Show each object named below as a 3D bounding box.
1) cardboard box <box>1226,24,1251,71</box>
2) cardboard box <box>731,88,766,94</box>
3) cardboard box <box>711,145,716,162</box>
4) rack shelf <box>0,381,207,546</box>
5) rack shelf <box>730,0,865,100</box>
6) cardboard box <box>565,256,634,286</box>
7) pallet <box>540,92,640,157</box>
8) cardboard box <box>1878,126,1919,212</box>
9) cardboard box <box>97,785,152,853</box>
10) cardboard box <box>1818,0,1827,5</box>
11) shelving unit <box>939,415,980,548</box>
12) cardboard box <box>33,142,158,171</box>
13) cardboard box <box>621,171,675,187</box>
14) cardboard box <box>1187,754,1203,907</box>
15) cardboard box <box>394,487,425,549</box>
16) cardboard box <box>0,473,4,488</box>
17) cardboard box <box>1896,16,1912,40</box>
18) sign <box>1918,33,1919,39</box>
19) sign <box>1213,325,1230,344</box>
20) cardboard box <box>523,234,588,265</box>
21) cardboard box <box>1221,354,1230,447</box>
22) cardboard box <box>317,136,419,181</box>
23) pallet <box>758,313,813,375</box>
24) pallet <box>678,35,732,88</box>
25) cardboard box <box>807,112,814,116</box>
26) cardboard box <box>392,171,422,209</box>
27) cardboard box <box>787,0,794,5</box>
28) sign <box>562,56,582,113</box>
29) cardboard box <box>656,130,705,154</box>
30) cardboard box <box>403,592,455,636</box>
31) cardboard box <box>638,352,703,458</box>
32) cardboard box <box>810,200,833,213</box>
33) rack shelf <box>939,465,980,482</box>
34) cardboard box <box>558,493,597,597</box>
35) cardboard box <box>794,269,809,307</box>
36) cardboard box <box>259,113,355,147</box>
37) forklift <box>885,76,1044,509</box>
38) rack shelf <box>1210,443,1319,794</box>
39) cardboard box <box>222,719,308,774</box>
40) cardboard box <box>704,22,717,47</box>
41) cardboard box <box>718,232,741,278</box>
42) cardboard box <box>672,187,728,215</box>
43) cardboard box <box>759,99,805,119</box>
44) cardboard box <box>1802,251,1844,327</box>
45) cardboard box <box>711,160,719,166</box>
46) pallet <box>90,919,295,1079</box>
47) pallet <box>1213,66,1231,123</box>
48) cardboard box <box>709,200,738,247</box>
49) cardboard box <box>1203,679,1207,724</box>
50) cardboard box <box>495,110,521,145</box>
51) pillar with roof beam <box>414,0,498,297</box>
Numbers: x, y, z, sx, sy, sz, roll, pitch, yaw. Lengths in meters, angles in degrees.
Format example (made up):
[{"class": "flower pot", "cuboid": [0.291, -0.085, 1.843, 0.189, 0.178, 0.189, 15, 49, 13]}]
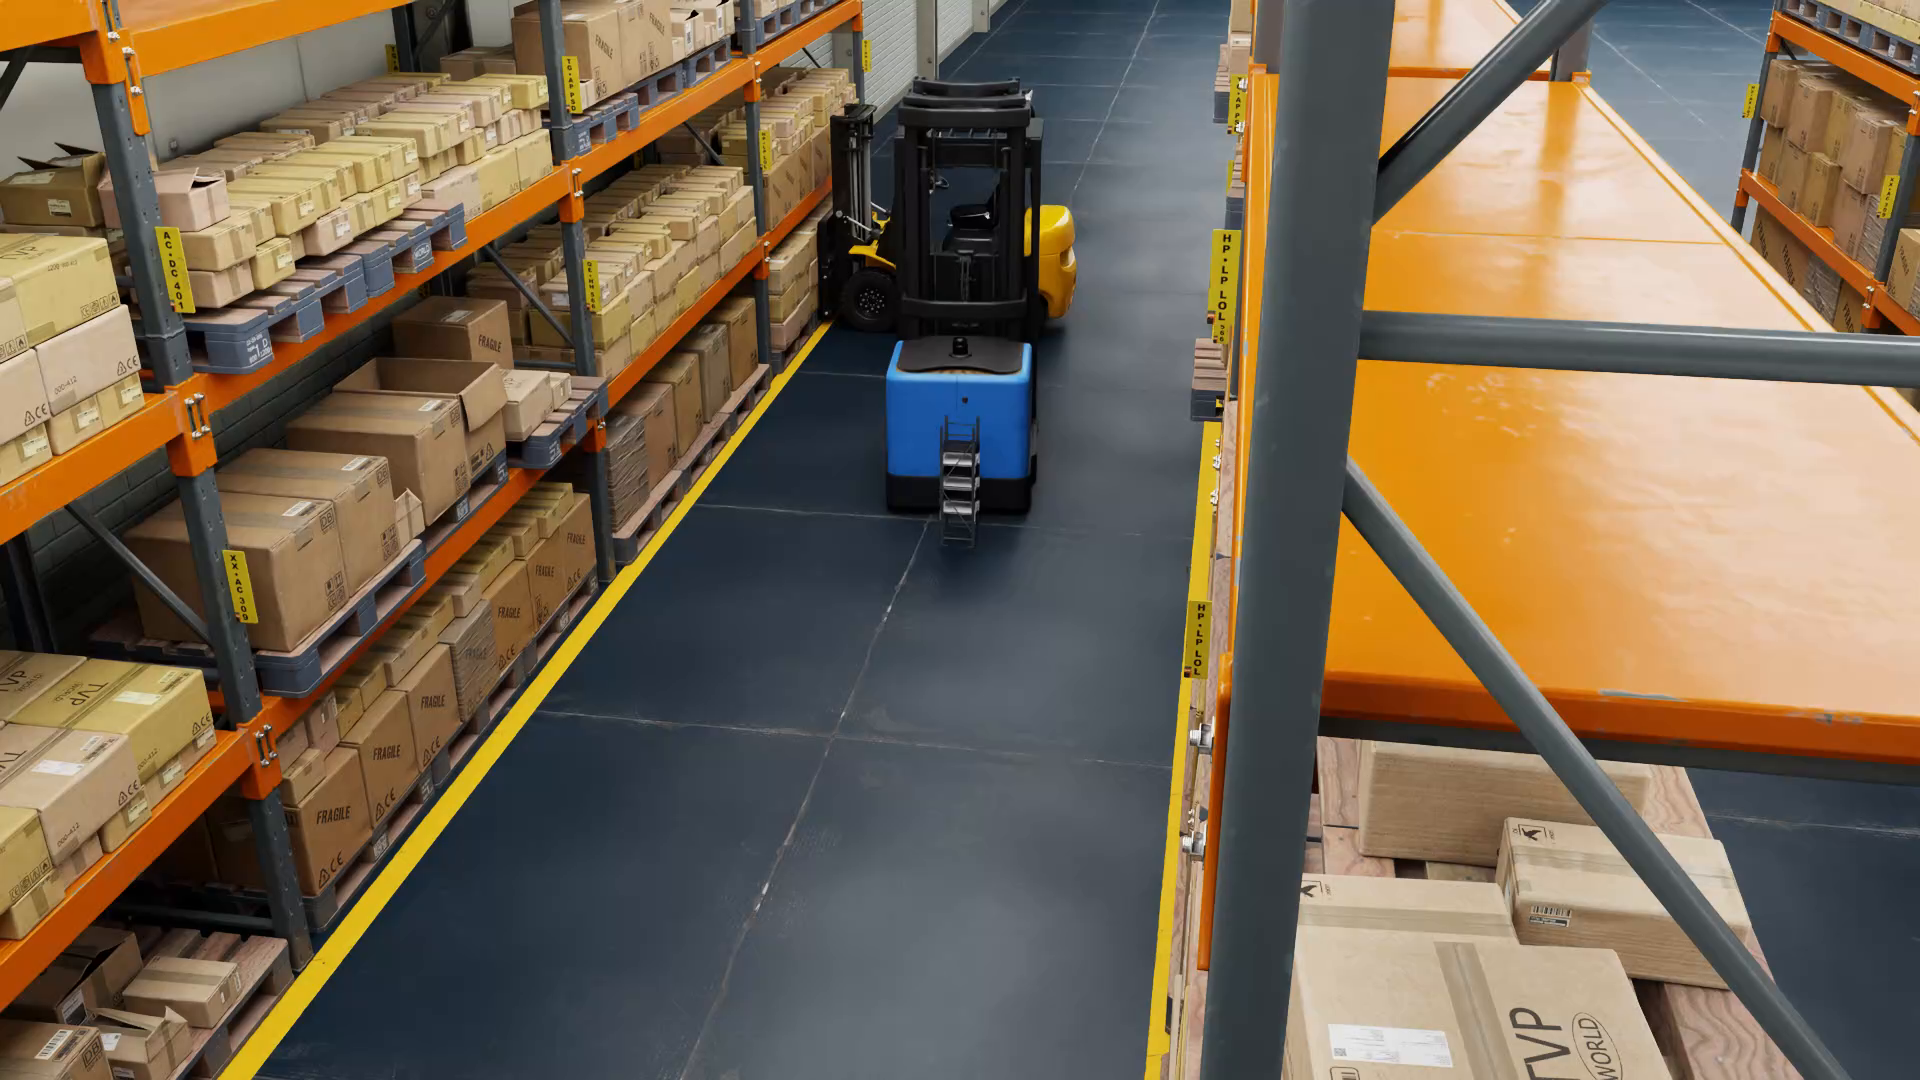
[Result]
[{"class": "cardboard box", "cuboid": [2.158, -3.506, 11.845, 0.500, 0.250, 0.500, 4, 25, 8]}, {"class": "cardboard box", "cuboid": [-2.098, -4.281, 16.124, 0.380, 0.149, 0.250, 3, 25, 7]}, {"class": "cardboard box", "cuboid": [-2.361, -3.395, 14.581, 0.380, 0.149, 0.250, 3, 25, 7]}, {"class": "rack shelf", "cuboid": [-3.801, 0.353, 4.767, 1.077, 0.370, 4.000, 4, 25, 9]}, {"class": "rack shelf", "cuboid": [-1.840, -4.665, 15.489, 1.077, 0.370, 4.000, 4, 25, 9]}, {"class": "cardboard box", "cuboid": [-2.419, -1.796, 11.166, 0.380, 0.149, 0.250, 5, 25, 10]}, {"class": "pallet", "cuboid": [-2.798, -2.686, 10.635, 1.213, 0.211, 1.003, 5, 26, 11]}, {"class": "cardboard box", "cuboid": [7.725, -2.862, 12.876, 0.875, 0.550, 0.550, 4, 25, 9]}, {"class": "cardboard box", "cuboid": [-3.317, 1.035, 6.297, 0.380, 0.149, 0.250, 5, 25, 10]}, {"class": "cardboard box", "cuboid": [7.747, -4.763, 14.532, 0.380, 0.149, 0.250, 4, 25, 9]}, {"class": "shelving unit", "cuboid": [-0.001, -0.404, 11.552, 0.258, 0.900, 0.210, 4, 25, 9]}, {"class": "cardboard box", "cuboid": [-3.481, -1.498, 6.718, 0.396, 0.266, 0.258, 4, 25, 9]}, {"class": "cardboard box", "cuboid": [-2.531, -2.895, 13.513, 0.380, 0.149, 0.250, 3, 25, 7]}, {"class": "cardboard box", "cuboid": [1.088, 1.025, 5.904, 0.500, 0.500, 0.500, 5, 26, 10]}, {"class": "cardboard box", "cuboid": [-2.869, -0.134, 8.161, 0.396, 0.266, 0.258, 5, 26, 11]}, {"class": "cardboard box", "cuboid": [-3.382, -0.208, 5.414, 0.380, 0.149, 0.250, 4, 25, 8]}, {"class": "cardboard box", "cuboid": [7.416, -3.913, 12.717, 0.380, 0.149, 0.250, 4, 25, 9]}, {"class": "sign", "cuboid": [7.083, -3.820, 12.130, 0.100, 0.325, 0.005, 4, 25, 9]}, {"class": "sign", "cuboid": [1.540, -1.303, 9.723, 0.100, 0.325, 0.005, 4, 25, 9]}, {"class": "cardboard box", "cuboid": [-2.841, -2.045, 11.698, 0.380, 0.149, 0.250, 4, 25, 8]}, {"class": "cardboard box", "cuboid": [1.584, -0.666, 8.338, 0.500, 0.500, 0.500, 5, 25, 10]}, {"class": "cardboard box", "cuboid": [-2.799, -1.808, 7.868, 0.380, 0.149, 0.250, 4, 25, 9]}, {"class": "pallet", "cuboid": [-1.995, -1.863, 15.481, 1.003, 0.211, 1.213, 4, 25, 9]}, {"class": "pallet", "cuboid": [-2.298, -3.698, 12.800, 0.805, 0.209, 1.217, 3, 25, 6]}, {"class": "cardboard box", "cuboid": [-1.609, -4.007, 15.890, 0.380, 0.149, 0.250, 4, 25, 8]}, {"class": "cardboard box", "cuboid": [-2.807, -1.673, 7.930, 0.380, 0.149, 0.250, 5, 25, 10]}, {"class": "cardboard box", "cuboid": [-1.668, -4.764, 14.535, 0.380, 0.149, 0.250, 5, 26, 10]}, {"class": "sign", "cuboid": [-2.285, -2.677, 9.784, 0.100, 0.325, 0.005, 4, 25, 9]}, {"class": "cardboard box", "cuboid": [-2.413, -3.424, 14.294, 0.380, 0.149, 0.250, 4, 25, 9]}, {"class": "cardboard box", "cuboid": [-2.986, 0.401, 9.043, 0.380, 0.149, 0.250, 4, 25, 9]}, {"class": "cardboard box", "cuboid": [-2.496, -1.053, 12.768, 0.875, 0.625, 0.625, 3, 25, 6]}, {"class": "cardboard box", "cuboid": [-1.431, -3.227, 16.674, 0.500, 0.250, 0.500, 4, 25, 9]}, {"class": "rack shelf", "cuboid": [-0.001, -0.455, 11.528, 0.258, 0.077, 0.200, 4, 25, 9]}, {"class": "cardboard box", "cuboid": [-2.678, 0.010, 10.643, 0.500, 0.500, 0.500, 5, 26, 10]}, {"class": "cardboard box", "cuboid": [-1.703, -2.359, 15.410, 0.500, 0.250, 0.500, 4, 25, 8]}, {"class": "cardboard box", "cuboid": [-3.301, -2.060, 8.431, 0.380, 0.149, 0.250, 4, 25, 8]}, {"class": "forklift", "cuboid": [0.072, -2.135, 12.853, 1.130, 2.935, 3.031, 2, 25, 3]}, {"class": "rack shelf", "cuboid": [1.097, 0.696, 4.036, 1.077, 0.370, 4.000, 4, 25, 9]}, {"class": "cardboard box", "cuboid": [-3.213, 0.927, 7.568, 0.380, 0.149, 0.250, 4, 25, 8]}, {"class": "cardboard box", "cuboid": [-2.047, -3.795, 12.465, 0.380, 0.149, 0.250, 4, 25, 8]}, {"class": "cardboard box", "cuboid": [-2.068, -2.289, 13.278, 0.500, 0.250, 0.500, 4, 25, 8]}, {"class": "cardboard box", "cuboid": [-2.032, -2.650, 12.990, 0.380, 0.149, 0.250, 3, 25, 7]}, {"class": "cardboard box", "cuboid": [-1.666, -4.032, 15.593, 0.380, 0.149, 0.250, 4, 25, 9]}, {"class": "cardboard box", "cuboid": [7.946, -2.016, 14.531, 0.875, 0.875, 0.875, 4, 25, 9]}, {"class": "cardboard box", "cuboid": [-2.360, -3.048, 14.606, 0.500, 0.500, 0.500, 4, 25, 8]}, {"class": "pallet", "cuboid": [-3.587, 2.100, 7.015, 1.003, 0.211, 1.213, 4, 25, 9]}, {"class": "pallet", "cuboid": [2.358, -3.043, 11.395, 1.213, 0.211, 1.003, 4, 25, 9]}, {"class": "cardboard box", "cuboid": [-2.072, -2.516, 13.174, 0.500, 0.250, 0.500, 3, 25, 7]}, {"class": "cardboard box", "cuboid": [1.248, 0.755, 6.776, 0.500, 0.250, 0.500, 3, 25, 7]}, {"class": "cardboard box", "cuboid": [-2.703, -2.322, 9.342, 0.380, 0.149, 0.250, 3, 25, 7]}, {"class": "pillar with roof beam", "cuboid": [0.751, -4.150, 10.001, 9.100, 9.000, 0.400, 4, 25, 9]}]
